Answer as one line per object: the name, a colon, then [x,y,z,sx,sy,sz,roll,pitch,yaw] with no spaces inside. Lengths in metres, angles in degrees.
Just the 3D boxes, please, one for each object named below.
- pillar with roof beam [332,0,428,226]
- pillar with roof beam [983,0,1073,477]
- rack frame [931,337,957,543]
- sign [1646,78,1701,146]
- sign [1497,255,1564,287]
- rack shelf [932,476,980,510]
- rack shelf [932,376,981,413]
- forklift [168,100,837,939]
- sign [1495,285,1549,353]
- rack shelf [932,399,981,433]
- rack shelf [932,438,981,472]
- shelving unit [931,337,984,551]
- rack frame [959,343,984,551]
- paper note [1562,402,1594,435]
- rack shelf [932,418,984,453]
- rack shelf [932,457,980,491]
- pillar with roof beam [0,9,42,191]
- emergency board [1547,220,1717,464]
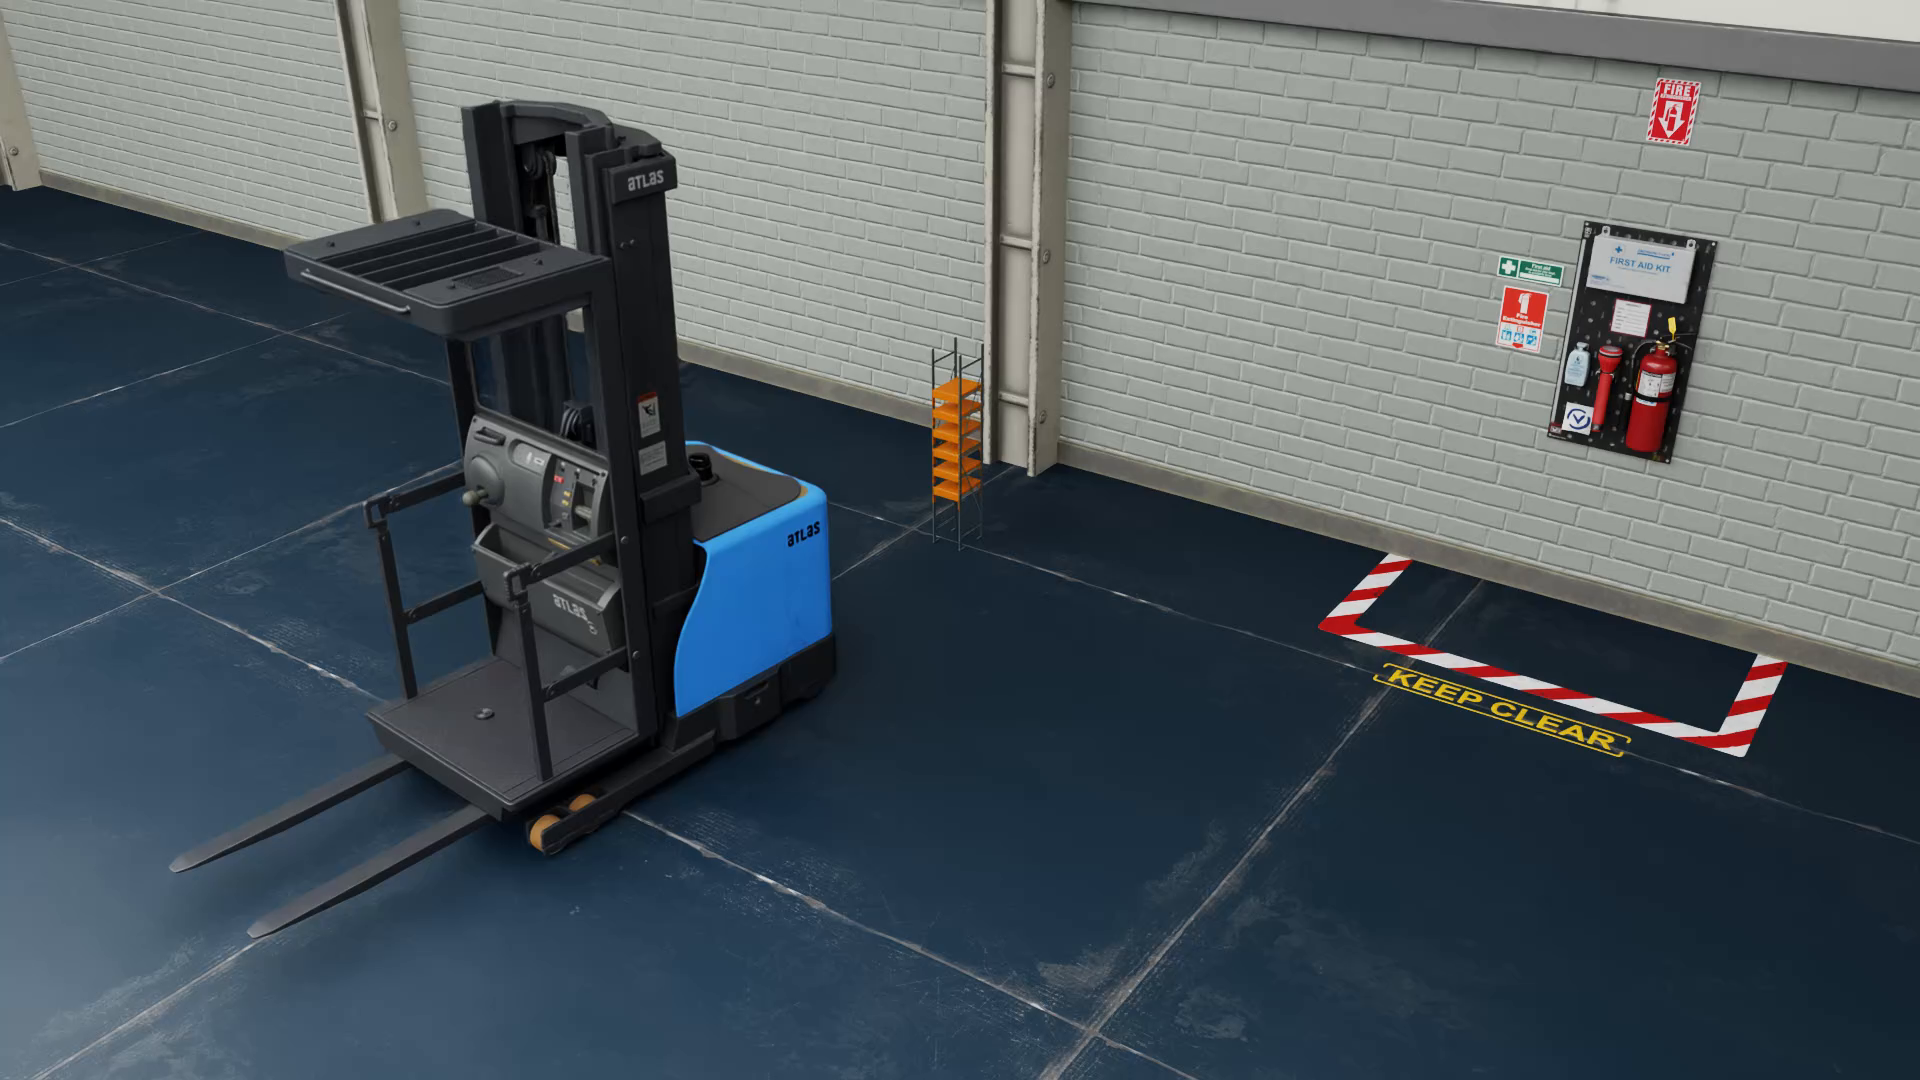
pillar with roof beam: [-6.989,-4.450,8.572,0.400,9.000,9.100,17,32,30]
pillar with roof beam: [-2.044,-2.909,5.544,0.400,9.000,9.100,17,32,30]
rack frame: [-0.087,-0.562,9.531,0.006,1.200,0.240,17,32,30]
sign: [3.374,-2.025,7.867,0.199,0.298,0.001,17,32,30]
sign: [2.925,-1.381,8.533,0.331,0.109,0.001,17,32,30]
rack shelf: [-0.012,-0.285,9.614,0.180,0.103,0.258,17,32,30]
rack shelf: [-0.012,-0.820,9.342,0.180,0.103,0.258,17,32,30]
forklift: [-1.949,-0.221,6.952,1.130,2.935,3.031,21,34,35]
sign: [2.927,-1.149,8.662,0.234,0.329,0.001,17,32,30]
rack shelf: [-0.012,-0.713,9.396,0.180,0.103,0.258,17,32,30]
rack shelf: [-0.012,-0.499,9.505,0.180,0.103,0.258,17,32,30]
shelving unit: [-0.012,-0.538,9.485,0.189,1.200,0.258,17,32,30]
rack frame: [0.063,-0.515,9.439,0.006,1.200,0.240,17,32,30]
paper note: [3.217,-0.631,8.655,0.142,0.148,0.016,17,32,30]
rack shelf: [-0.012,-0.606,9.451,0.180,0.103,0.258,17,32,30]
rack shelf: [-0.012,-0.392,9.560,0.180,0.103,0.258,17,32,30]
pillar with roof beam: [-11.935,-5.990,11.599,0.400,9.000,9.100,17,32,30]
emergency board: [3.324,-0.953,8.315,0.643,1.169,0.194,17,32,30]
